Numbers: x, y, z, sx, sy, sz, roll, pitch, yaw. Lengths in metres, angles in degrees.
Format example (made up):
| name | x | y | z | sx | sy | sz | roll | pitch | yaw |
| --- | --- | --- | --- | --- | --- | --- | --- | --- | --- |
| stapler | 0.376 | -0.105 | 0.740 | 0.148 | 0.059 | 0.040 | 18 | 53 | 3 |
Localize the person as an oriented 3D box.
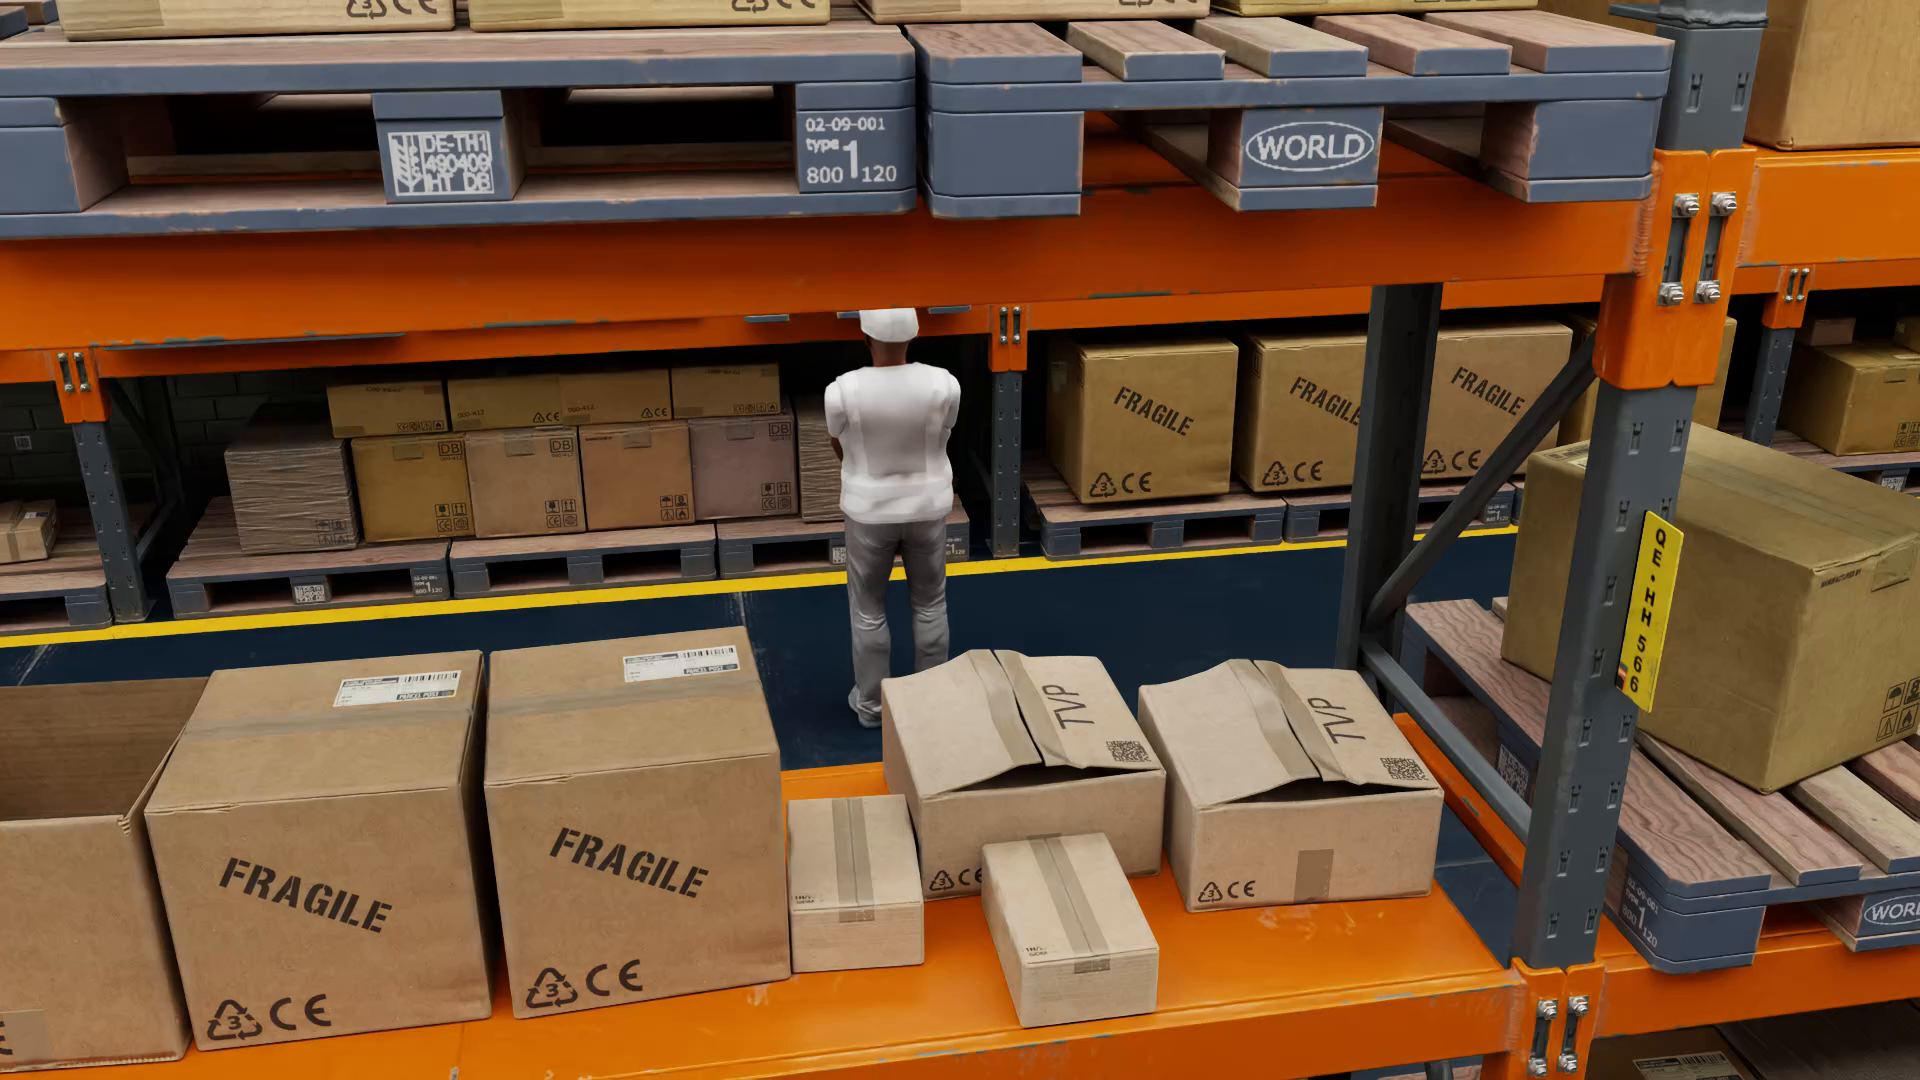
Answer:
| name | x | y | z | sx | sy | sz | roll | pitch | yaw |
| --- | --- | --- | --- | --- | --- | --- | --- | --- | --- |
| person | -0.270 | -0.144 | 6.410 | 0.503 | 1.760 | 0.577 | -4 | 23 | -9 |
